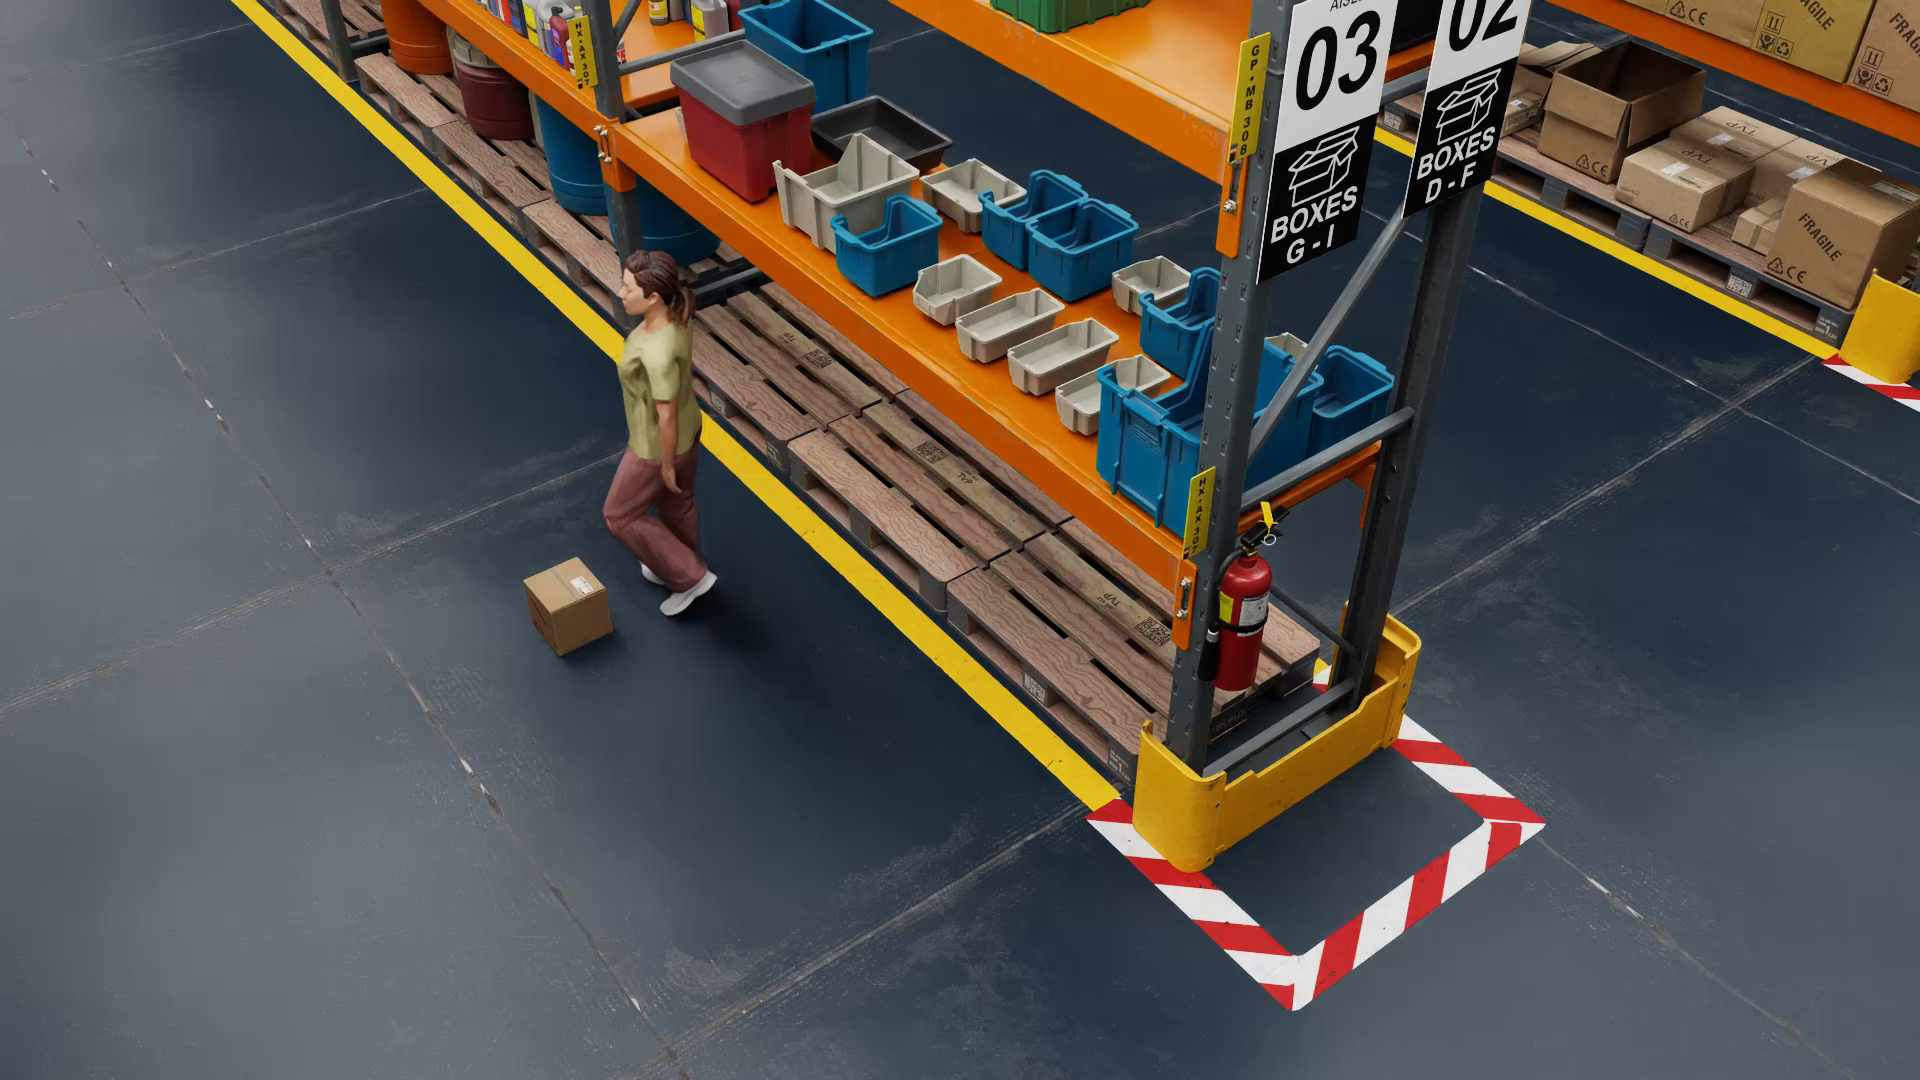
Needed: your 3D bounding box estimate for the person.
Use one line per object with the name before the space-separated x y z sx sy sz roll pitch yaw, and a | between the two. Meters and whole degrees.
person | -1.198 -0.418 6.642 0.445 1.667 0.522 5 41 6
